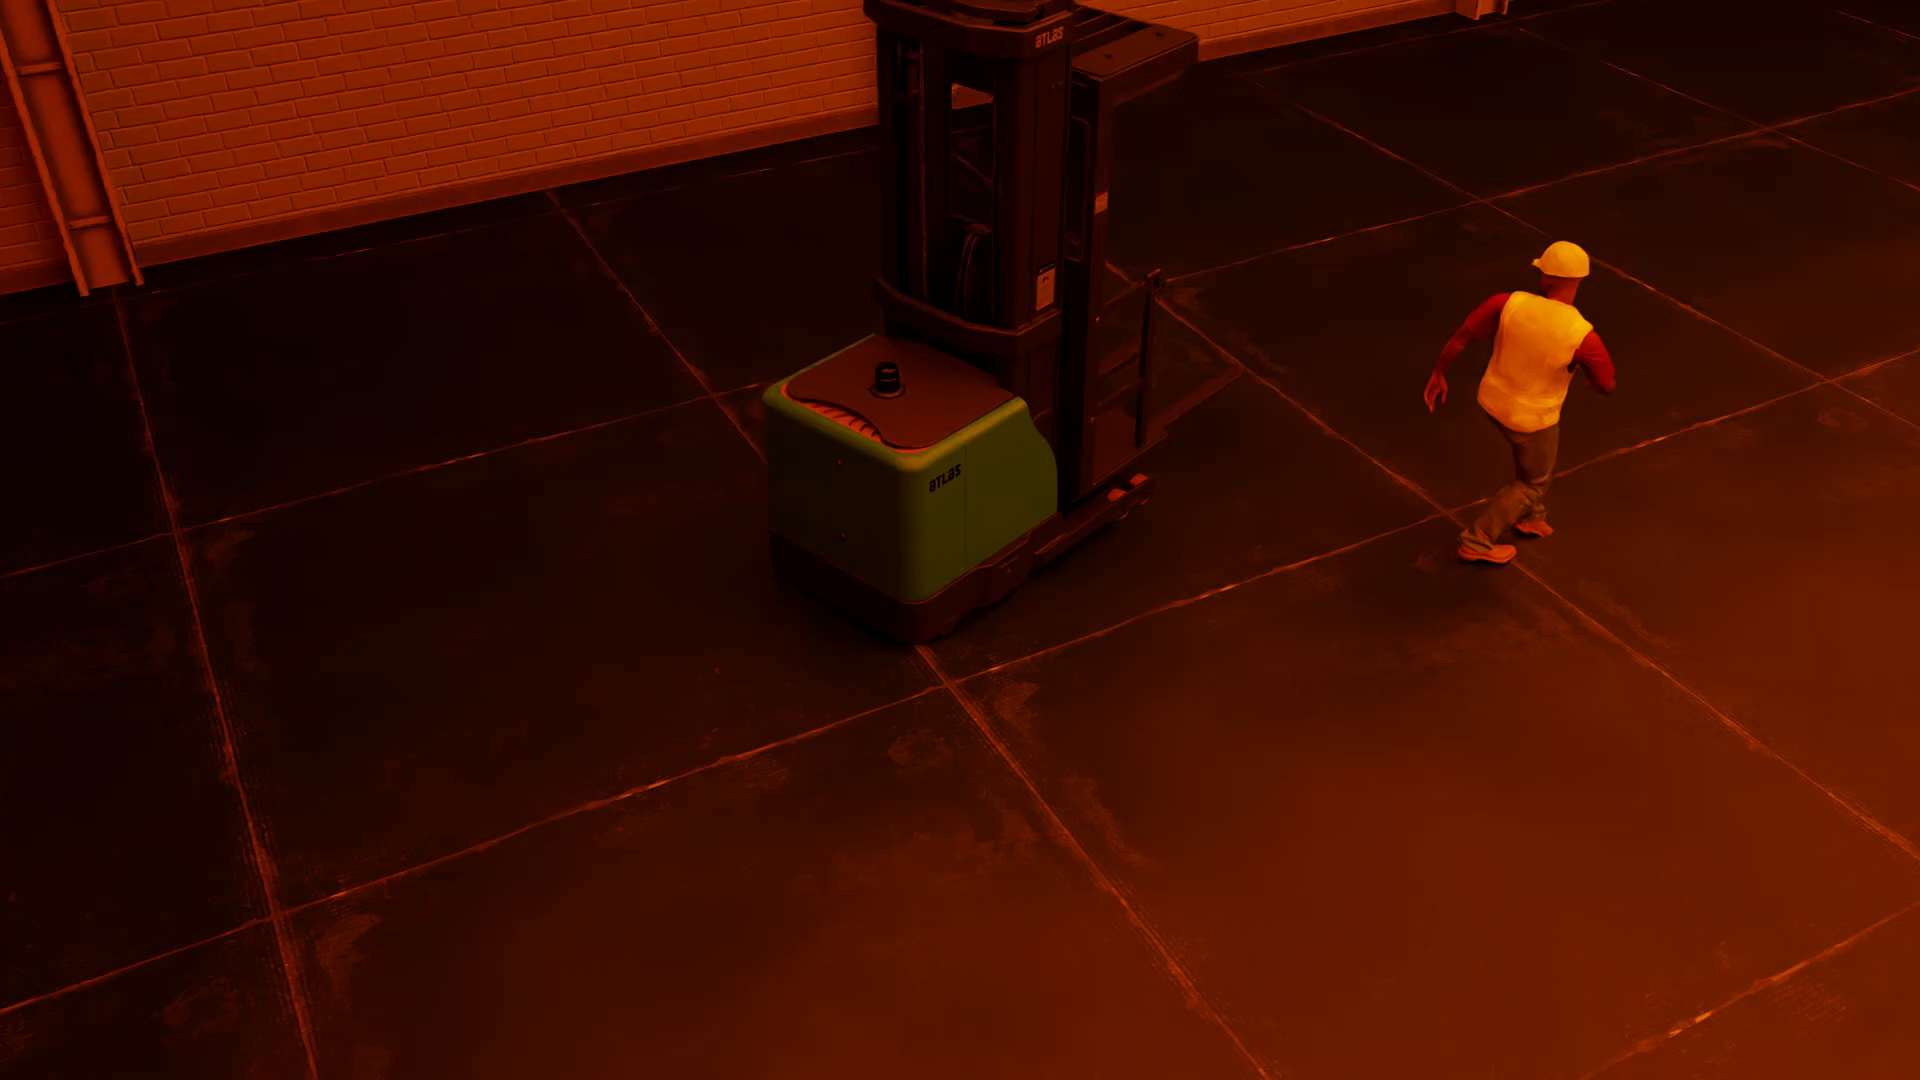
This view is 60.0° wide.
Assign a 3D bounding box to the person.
[{"bbox_3d":[2.770,-0.625,8.120,0.865,1.761,0.628,-14,38,-19],"label":"person"}]

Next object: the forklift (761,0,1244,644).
[{"bbox_3d":[0.401,-1.476,8.211,1.130,2.935,3.031,27,43,33],"label":"forklift"}]
